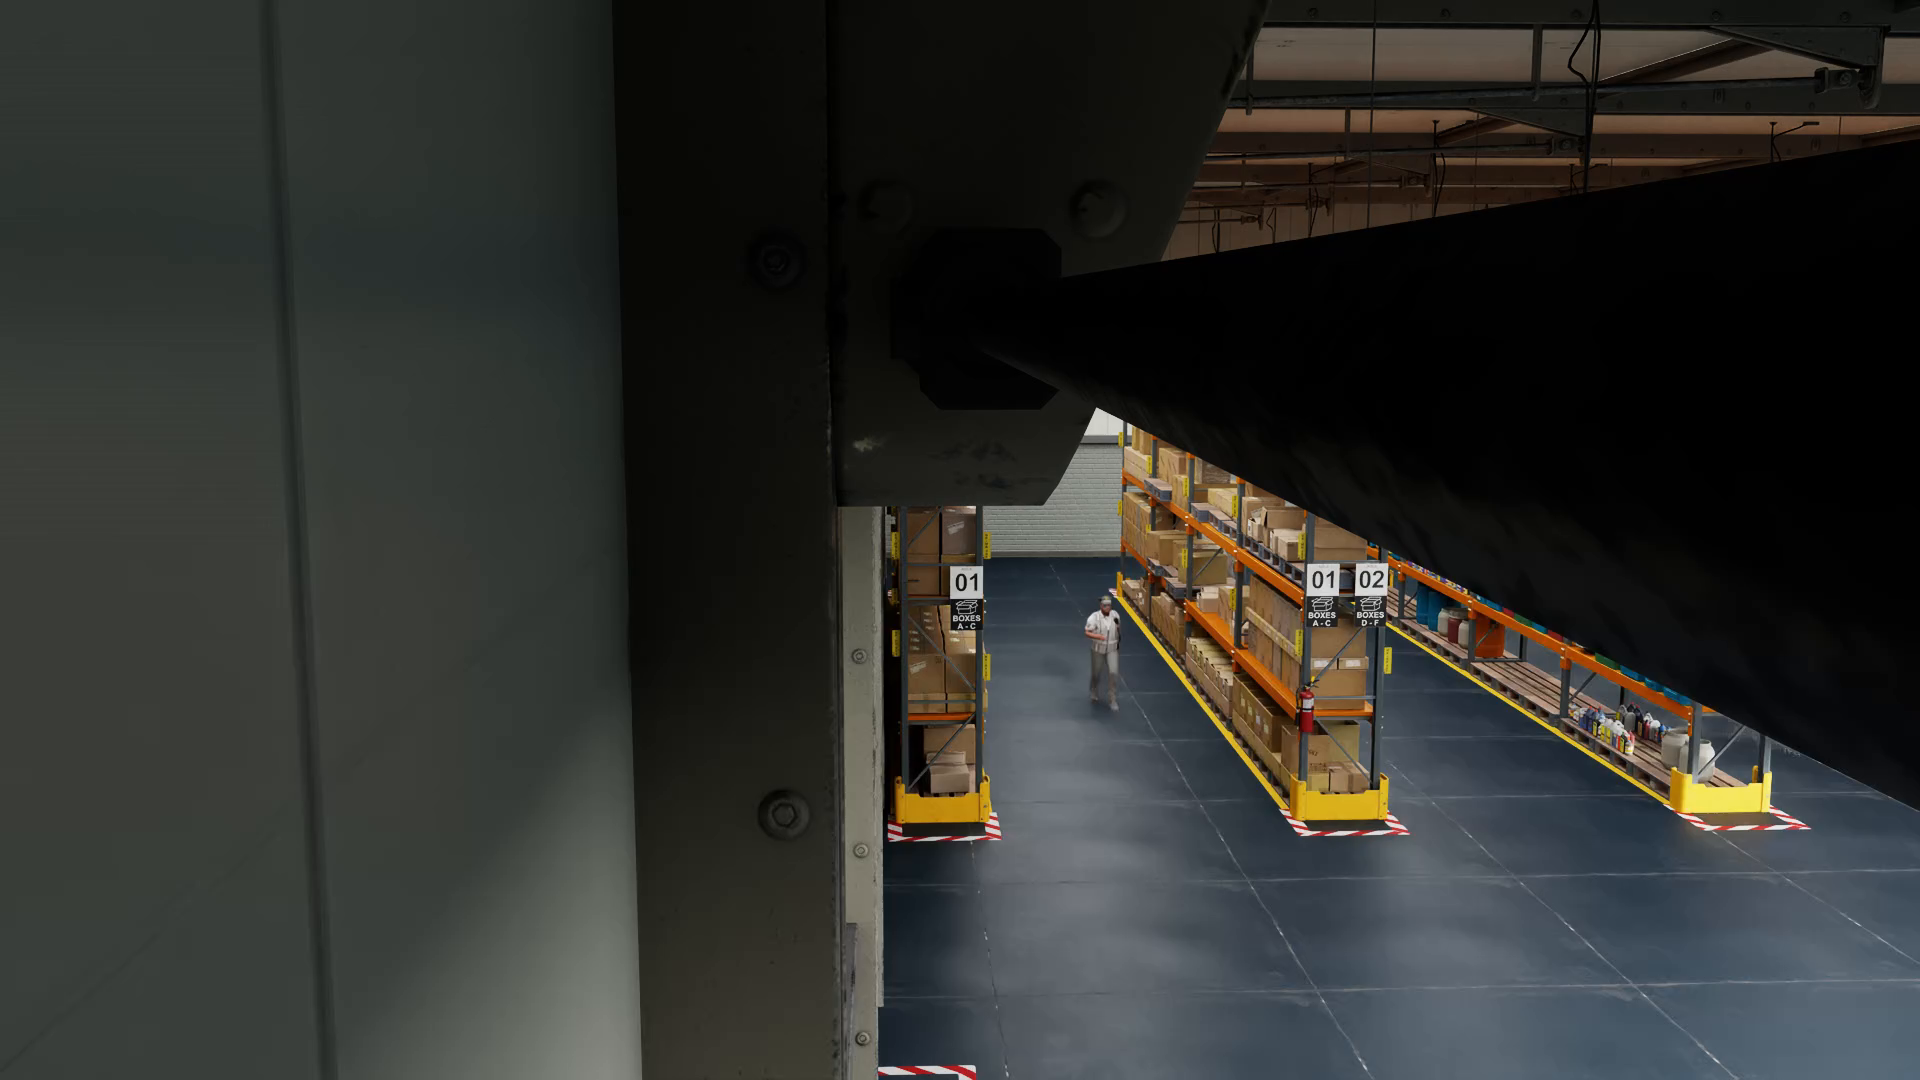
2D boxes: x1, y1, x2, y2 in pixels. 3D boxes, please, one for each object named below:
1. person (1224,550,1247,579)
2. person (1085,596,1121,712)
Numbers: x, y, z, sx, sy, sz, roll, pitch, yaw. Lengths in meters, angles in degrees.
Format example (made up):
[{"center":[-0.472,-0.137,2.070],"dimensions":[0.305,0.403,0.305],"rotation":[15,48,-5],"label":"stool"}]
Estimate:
[{"center":[5.934,0.498,35.985],"dimensions":[0.559,1.562,0.572],"rotation":[-3,9,-23],"label":"person"},{"center":[2.272,1.752,26.404],"dimensions":[0.608,1.813,0.909],"rotation":[-1,8,-6],"label":"person"}]
